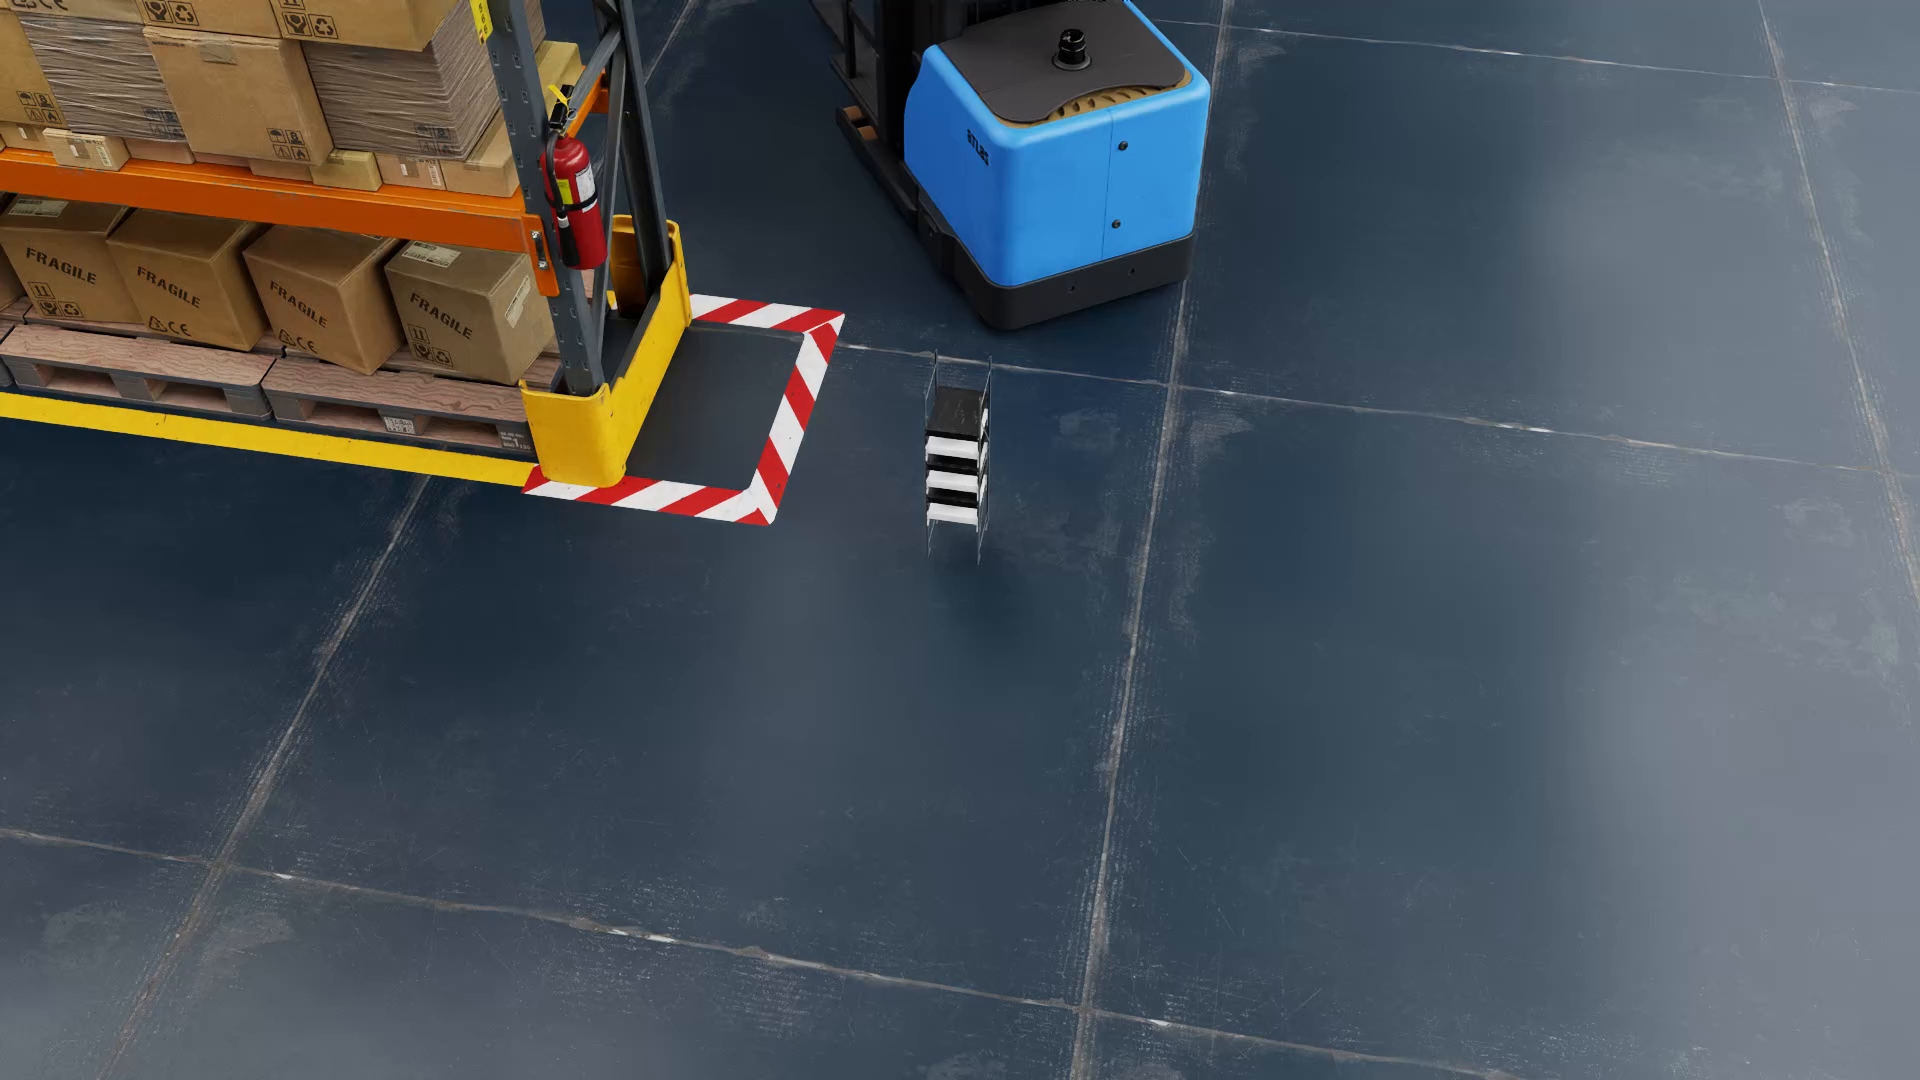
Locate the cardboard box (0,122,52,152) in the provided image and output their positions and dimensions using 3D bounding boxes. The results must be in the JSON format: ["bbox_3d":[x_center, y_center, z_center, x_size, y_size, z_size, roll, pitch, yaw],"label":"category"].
[{"bbox_3d":[-3.463,-1.660,6.366,0.250,0.149,0.380,8,49,7],"label":"cardboard box"}]

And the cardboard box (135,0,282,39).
[{"bbox_3d":[-2.496,-2.072,5.628,0.500,0.500,0.500,8,49,7],"label":"cardboard box"}]

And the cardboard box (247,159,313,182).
[{"bbox_3d":[-2.479,-1.527,6.247,0.250,0.149,0.380,8,49,7],"label":"cardboard box"}]

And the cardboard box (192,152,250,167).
[{"bbox_3d":[-2.718,-1.591,6.304,0.250,0.149,0.380,8,49,7],"label":"cardboard box"}]

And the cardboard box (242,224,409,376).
[{"bbox_3d":[-2.623,-1.105,7.097,0.500,0.500,0.500,19,51,17],"label":"cardboard box"}]

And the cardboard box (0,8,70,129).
[{"bbox_3d":[-3.442,-2.028,6.260,0.500,0.500,0.875,8,49,7],"label":"cardboard box"}]

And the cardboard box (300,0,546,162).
[{"bbox_3d":[-1.954,-1.877,6.125,0.500,0.500,0.875,8,49,7],"label":"cardboard box"}]

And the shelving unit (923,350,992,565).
[{"bbox_3d":[-0.008,-0.302,6.388,0.210,0.900,0.258,8,49,7],"label":"shelving unit"}]

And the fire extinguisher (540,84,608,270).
[{"bbox_3d":[-1.387,-1.273,5.901,0.183,0.674,0.296,8,49,7],"label":"fire extinguisher"}]

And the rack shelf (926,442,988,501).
[{"bbox_3d":[-0.008,-0.280,6.413,0.200,0.077,0.258,8,49,7],"label":"rack shelf"}]

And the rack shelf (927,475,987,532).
[{"bbox_3d":[-0.008,-0.159,6.547,0.200,0.077,0.258,8,49,7],"label":"rack shelf"}]

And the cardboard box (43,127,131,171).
[{"bbox_3d":[-3.229,-1.576,6.290,0.250,0.149,0.380,8,49,7],"label":"cardboard box"}]

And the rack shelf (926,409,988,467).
[{"bbox_3d":[-0.008,-0.400,6.279,0.200,0.077,0.258,8,49,7],"label":"rack shelf"}]

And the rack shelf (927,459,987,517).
[{"bbox_3d":[-0.008,-0.219,6.480,0.200,0.077,0.258,8,49,7],"label":"rack shelf"}]

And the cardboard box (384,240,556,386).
[{"bbox_3d":[-2.029,-1.051,7.048,0.500,0.500,0.500,16,50,14],"label":"cardboard box"}]

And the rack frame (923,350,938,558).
[{"bbox_3d":[-0.108,-0.315,6.400,0.006,0.900,0.240,8,49,7],"label":"rack frame"}]

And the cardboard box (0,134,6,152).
[{"bbox_3d":[-3.717,-1.659,6.365,0.250,0.149,0.380,8,49,7],"label":"cardboard box"}]

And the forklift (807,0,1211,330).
[{"bbox_3d":[0.016,-3.036,7.480,1.130,2.935,3.031,-18,51,-16],"label":"forklift"}]

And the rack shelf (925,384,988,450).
[{"bbox_3d":[-0.008,-0.460,6.212,0.200,0.077,0.258,8,49,7],"label":"rack shelf"}]

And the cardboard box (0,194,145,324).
[{"bbox_3d":[-3.777,-1.309,7.279,0.500,0.500,0.500,4,48,3],"label":"cardboard box"}]

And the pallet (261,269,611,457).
[{"bbox_3d":[-2.285,-0.863,7.355,1.213,0.211,1.003,8,49,7],"label":"pallet"}]

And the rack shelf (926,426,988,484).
[{"bbox_3d":[-0.008,-0.340,6.346,0.200,0.077,0.258,8,49,7],"label":"rack shelf"}]

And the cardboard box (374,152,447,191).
[{"bbox_3d":[-1.981,-1.488,6.211,0.250,0.149,0.380,8,49,7],"label":"cardboard box"}]

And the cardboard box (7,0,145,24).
[{"bbox_3d":[-2.987,-2.140,5.689,0.500,0.500,0.500,8,49,7],"label":"cardboard box"}]

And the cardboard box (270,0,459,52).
[{"bbox_3d":[-2.003,-2.010,5.572,0.500,0.500,0.500,8,49,7],"label":"cardboard box"}]

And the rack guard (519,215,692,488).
[{"bbox_3d":[-1.492,-0.826,7.128,0.348,0.500,1.175,8,49,7],"label":"rack guard"}]

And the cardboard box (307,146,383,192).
[{"bbox_3d":[-2.236,-1.483,6.207,0.250,0.149,0.380,8,49,7],"label":"cardboard box"}]

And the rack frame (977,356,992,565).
[{"bbox_3d":[0.092,-0.288,6.376,0.006,0.900,0.240,8,49,7],"label":"rack frame"}]

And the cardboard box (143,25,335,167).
[{"bbox_3d":[-2.467,-1.856,6.105,0.500,0.500,0.875,8,49,7],"label":"cardboard box"}]

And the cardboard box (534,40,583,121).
[{"bbox_3d":[-1.656,-1.780,6.473,0.250,0.149,0.380,8,49,7],"label":"cardboard box"}]

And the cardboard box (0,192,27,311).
[{"bbox_3d":[-4.402,-1.333,7.301,0.500,0.500,0.500,22,52,19],"label":"cardboard box"}]

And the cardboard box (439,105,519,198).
[{"bbox_3d":[-1.735,-1.454,6.181,0.250,0.149,0.380,8,49,7],"label":"cardboard box"}]

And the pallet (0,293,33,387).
[{"bbox_3d":[-4.687,-1.186,7.645,1.213,0.211,1.003,8,49,7],"label":"pallet"}]

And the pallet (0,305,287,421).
[{"bbox_3d":[-3.482,-1.026,7.502,1.213,0.211,1.003,8,49,7],"label":"pallet"}]

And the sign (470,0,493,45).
[{"bbox_3d":[-1.536,-1.741,5.278,0.005,0.325,0.100,8,49,7],"label":"sign"}]

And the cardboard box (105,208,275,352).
[{"bbox_3d":[-3.236,-1.202,7.184,0.500,0.500,0.500,12,49,10],"label":"cardboard box"}]

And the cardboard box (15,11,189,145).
[{"bbox_3d":[-2.952,-1.953,6.193,0.500,0.500,0.875,8,49,7],"label":"cardboard box"}]

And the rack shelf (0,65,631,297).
[{"bbox_3d":[-3.386,-1.676,6.695,4.000,0.370,1.077,8,49,7],"label":"rack shelf"}]

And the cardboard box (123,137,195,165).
[{"bbox_3d":[-2.968,-1.607,6.319,0.250,0.149,0.380,8,49,7],"label":"cardboard box"}]

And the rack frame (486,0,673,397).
[{"bbox_3d":[-1.418,-1.652,6.189,0.127,3.000,1.000,8,49,7],"label":"rack frame"}]

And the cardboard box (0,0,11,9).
[{"bbox_3d":[-3.478,-2.212,5.754,0.500,0.500,0.500,8,49,7],"label":"cardboard box"}]
